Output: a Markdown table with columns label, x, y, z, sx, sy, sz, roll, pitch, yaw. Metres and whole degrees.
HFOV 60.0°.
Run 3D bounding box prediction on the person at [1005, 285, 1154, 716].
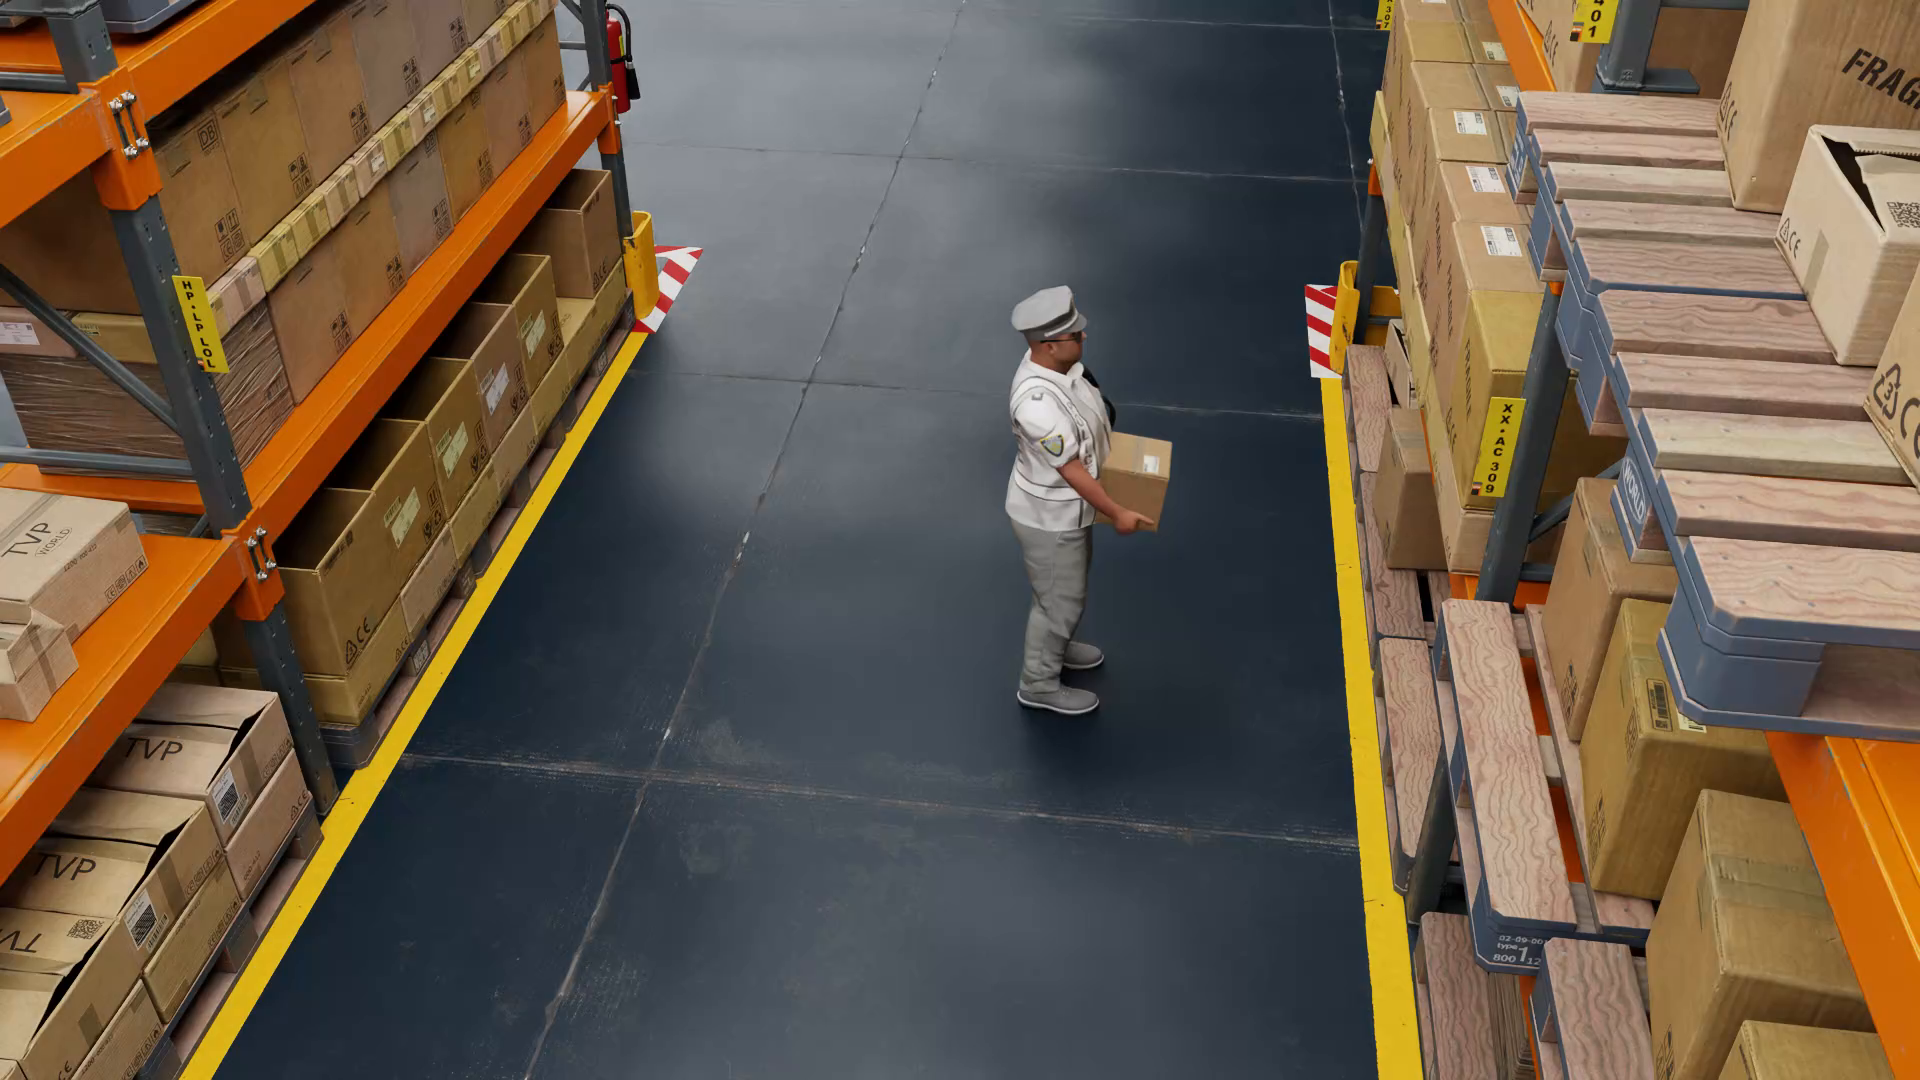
| label | x | y | z | sx | sy | sz | roll | pitch | yaw |
| --- | --- | --- | --- | --- | --- | --- | --- | --- | --- |
| person | 0.459 | -0.138 | 6.320 | 0.563 | 1.767 | 0.494 | 5 | 36 | 7 |
